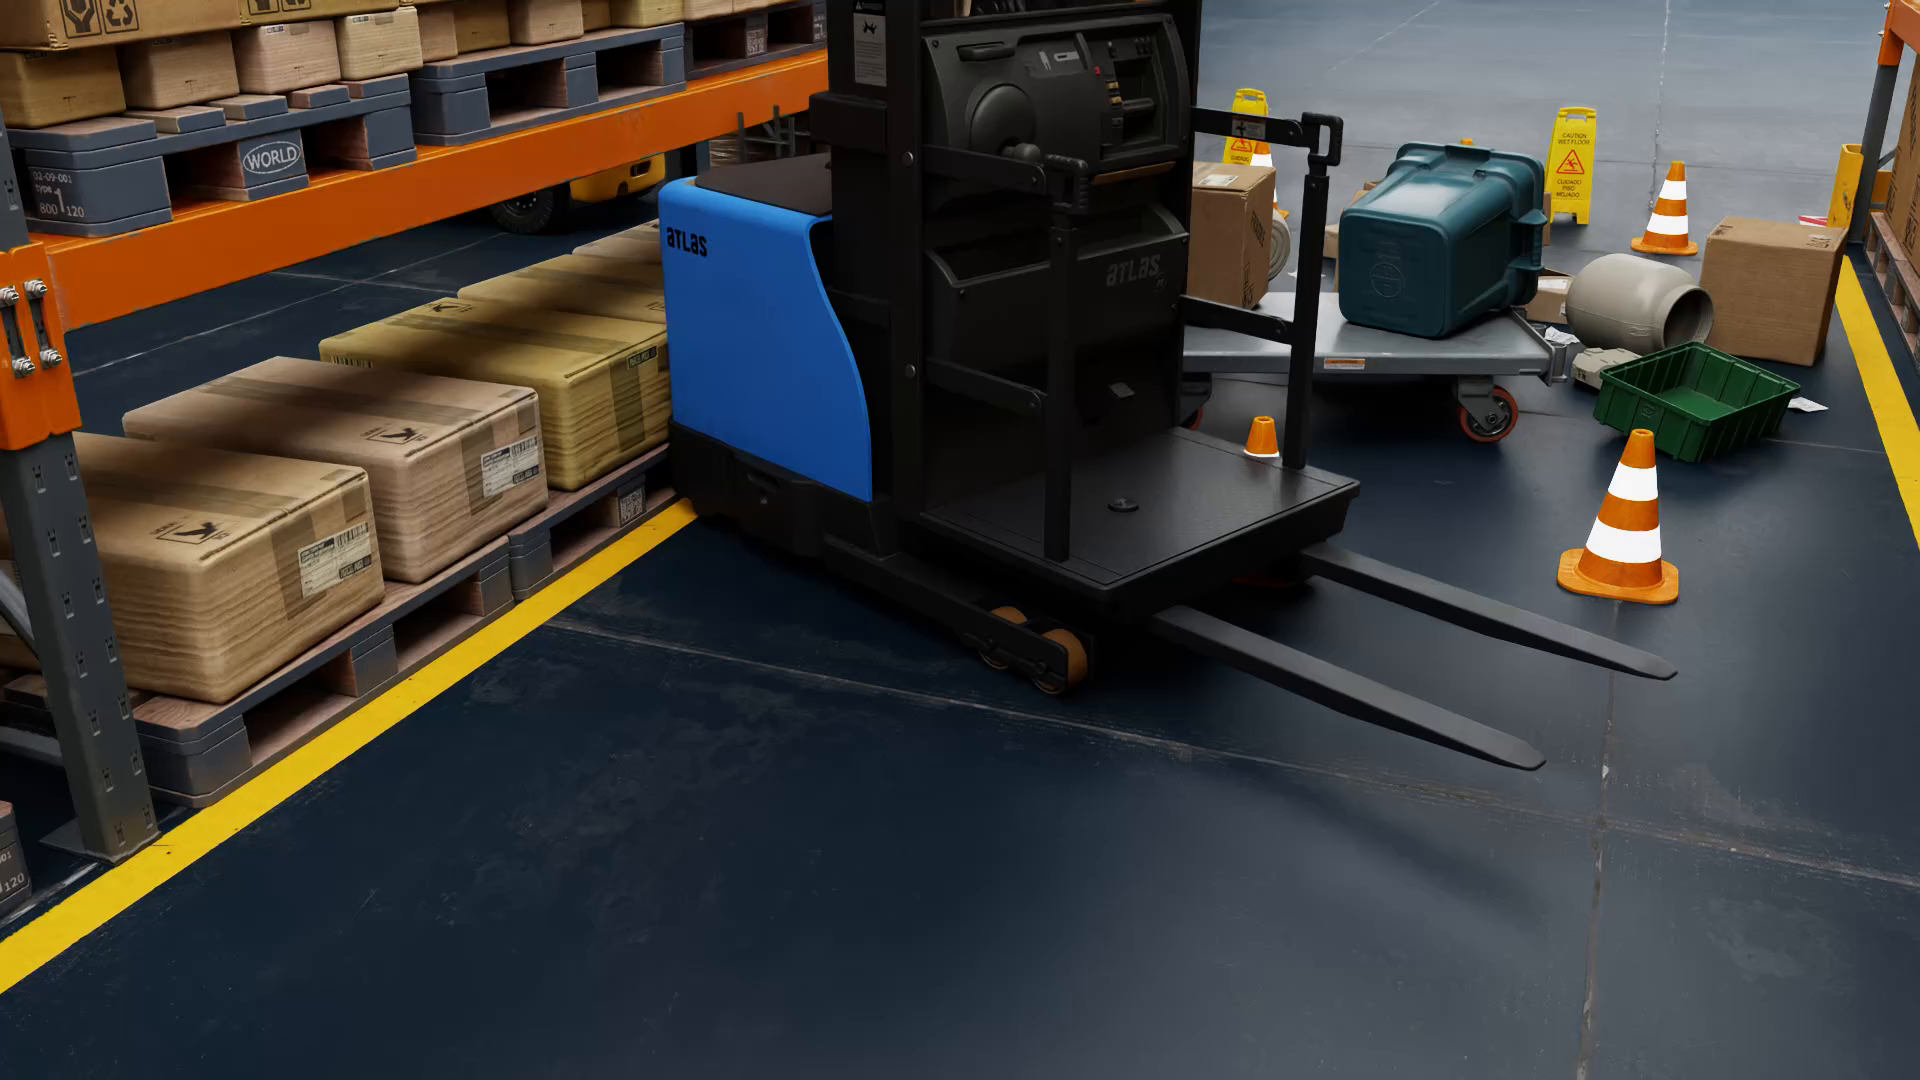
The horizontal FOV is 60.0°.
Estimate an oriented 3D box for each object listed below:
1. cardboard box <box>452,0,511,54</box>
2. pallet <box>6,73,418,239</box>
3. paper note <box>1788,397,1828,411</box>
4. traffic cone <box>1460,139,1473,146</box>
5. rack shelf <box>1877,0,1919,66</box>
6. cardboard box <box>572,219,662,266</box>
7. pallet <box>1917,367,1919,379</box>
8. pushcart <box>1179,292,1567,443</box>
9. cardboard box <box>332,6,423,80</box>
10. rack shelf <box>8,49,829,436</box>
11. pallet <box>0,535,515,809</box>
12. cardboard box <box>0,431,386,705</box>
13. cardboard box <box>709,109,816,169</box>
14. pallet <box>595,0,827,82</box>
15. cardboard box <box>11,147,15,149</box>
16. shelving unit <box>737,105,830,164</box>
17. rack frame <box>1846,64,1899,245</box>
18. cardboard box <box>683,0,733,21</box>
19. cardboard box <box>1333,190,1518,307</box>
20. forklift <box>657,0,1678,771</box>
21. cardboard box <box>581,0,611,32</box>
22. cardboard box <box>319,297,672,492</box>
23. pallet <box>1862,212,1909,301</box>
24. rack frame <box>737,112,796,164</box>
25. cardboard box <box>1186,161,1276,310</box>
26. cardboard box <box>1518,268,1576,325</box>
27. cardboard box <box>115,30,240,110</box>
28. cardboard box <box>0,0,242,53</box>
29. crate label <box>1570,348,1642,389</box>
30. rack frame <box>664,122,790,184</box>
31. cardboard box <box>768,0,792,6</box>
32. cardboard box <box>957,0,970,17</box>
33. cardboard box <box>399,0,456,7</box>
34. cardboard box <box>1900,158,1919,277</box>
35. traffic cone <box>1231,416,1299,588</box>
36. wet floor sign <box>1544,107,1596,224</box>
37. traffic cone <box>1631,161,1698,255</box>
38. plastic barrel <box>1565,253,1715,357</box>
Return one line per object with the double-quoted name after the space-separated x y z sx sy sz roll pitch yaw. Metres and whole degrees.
-1.469 -1.430 4.563 0.380 0.149 0.250 10 25 22 "cardboard box"
-2.085 -0.957 3.899 1.213 0.211 1.003 9 24 20 "pallet"
3.278 -0.535 6.490 0.147 0.020 0.142 -7 24 -17 "paper note"
2.916 -2.092 9.658 0.336 0.463 0.334 9 24 20 "traffic cone"
4.612 -1.918 6.883 1.077 0.370 4.000 9 24 20 "rack shelf"
-0.957 -1.000 6.617 0.950 0.372 0.625 9 24 21 "cardboard box"
4.224 -0.508 6.193 1.003 0.211 1.213 9 24 20 "pallet"
1.371 -0.688 6.408 1.648 0.377 0.936 1 23 2 "pushcart"
-1.555 -1.226 4.075 0.380 0.149 0.250 9 24 20 "cardboard box"
-1.508 -1.159 5.067 1.077 0.370 4.000 9 24 20 "rack shelf"
-1.959 0.232 4.421 1.003 0.211 1.213 9 24 20 "pallet"
-2.031 0.043 4.121 0.950 0.372 0.625 7 24 16 "cardboard box"
-0.794 -1.728 7.545 0.500 0.500 0.500 8 24 19 "cardboard box"
-1.184 -1.866 6.073 1.003 0.211 1.213 9 24 20 "pallet"
-4.908 -2.201 9.001 0.500 0.250 0.500 9 24 20 "cardboard box"
-0.586 -0.880 5.791 0.258 1.200 0.189 14 27 32 "shelving unit"
5.354 -2.966 8.458 1.000 3.000 0.127 9 24 20 "rack frame"
-0.968 -1.780 5.401 0.380 0.149 0.250 9 24 20 "cardboard box"
2.079 -1.222 7.347 0.797 0.637 0.503 9 24 20 "cardboard box"
0.424 -1.177 4.264 1.130 2.935 3.031 -20 30 -39 "forklift"
-1.285 -1.618 5.014 0.380 0.149 0.250 8 24 18 "cardboard box"
-1.478 -0.493 5.403 0.950 0.372 0.625 10 25 22 "cardboard box"
5.130 -1.382 8.284 1.003 0.211 1.213 9 24 20 "pallet"
-0.638 -0.851 5.721 0.240 1.200 0.006 14 27 32 "rack frame"
0.899 -1.159 6.393 0.500 0.500 0.500 9 24 20 "cardboard box"
2.797 -1.151 7.662 0.396 0.266 0.258 13 26 29 "cardboard box"
-1.821 -1.039 3.627 0.380 0.149 0.250 7 24 17 "cardboard box"
-1.869 -1.280 3.363 0.500 0.500 0.500 8 24 19 "cardboard box"
2.629 -0.682 6.705 0.298 0.136 0.250 -7 24 -17 "crate label"
-0.765 -2.207 6.641 1.000 3.000 0.127 9 24 20 "rack frame"
-0.814 -1.969 5.854 0.380 0.149 0.250 8 24 18 "cardboard box"
-0.110 -2.438 7.522 0.380 0.149 0.250 10 25 22 "cardboard box"
-1.490 -1.659 4.269 0.500 0.500 0.500 9 24 21 "cardboard box"
4.839 -1.612 7.429 0.875 0.875 0.875 8 24 19 "cardboard box"
0.895 -0.145 4.997 0.336 0.463 0.334 9 24 20 "traffic cone"
3.527 -2.173 9.615 0.267 0.644 0.232 5 23 11 "wet floor sign"
3.839 -1.808 8.979 0.336 0.463 0.334 9 24 20 "traffic cone"
2.866 -0.971 7.026 0.421 0.421 0.512 -12 25 -26 "plastic barrel"
